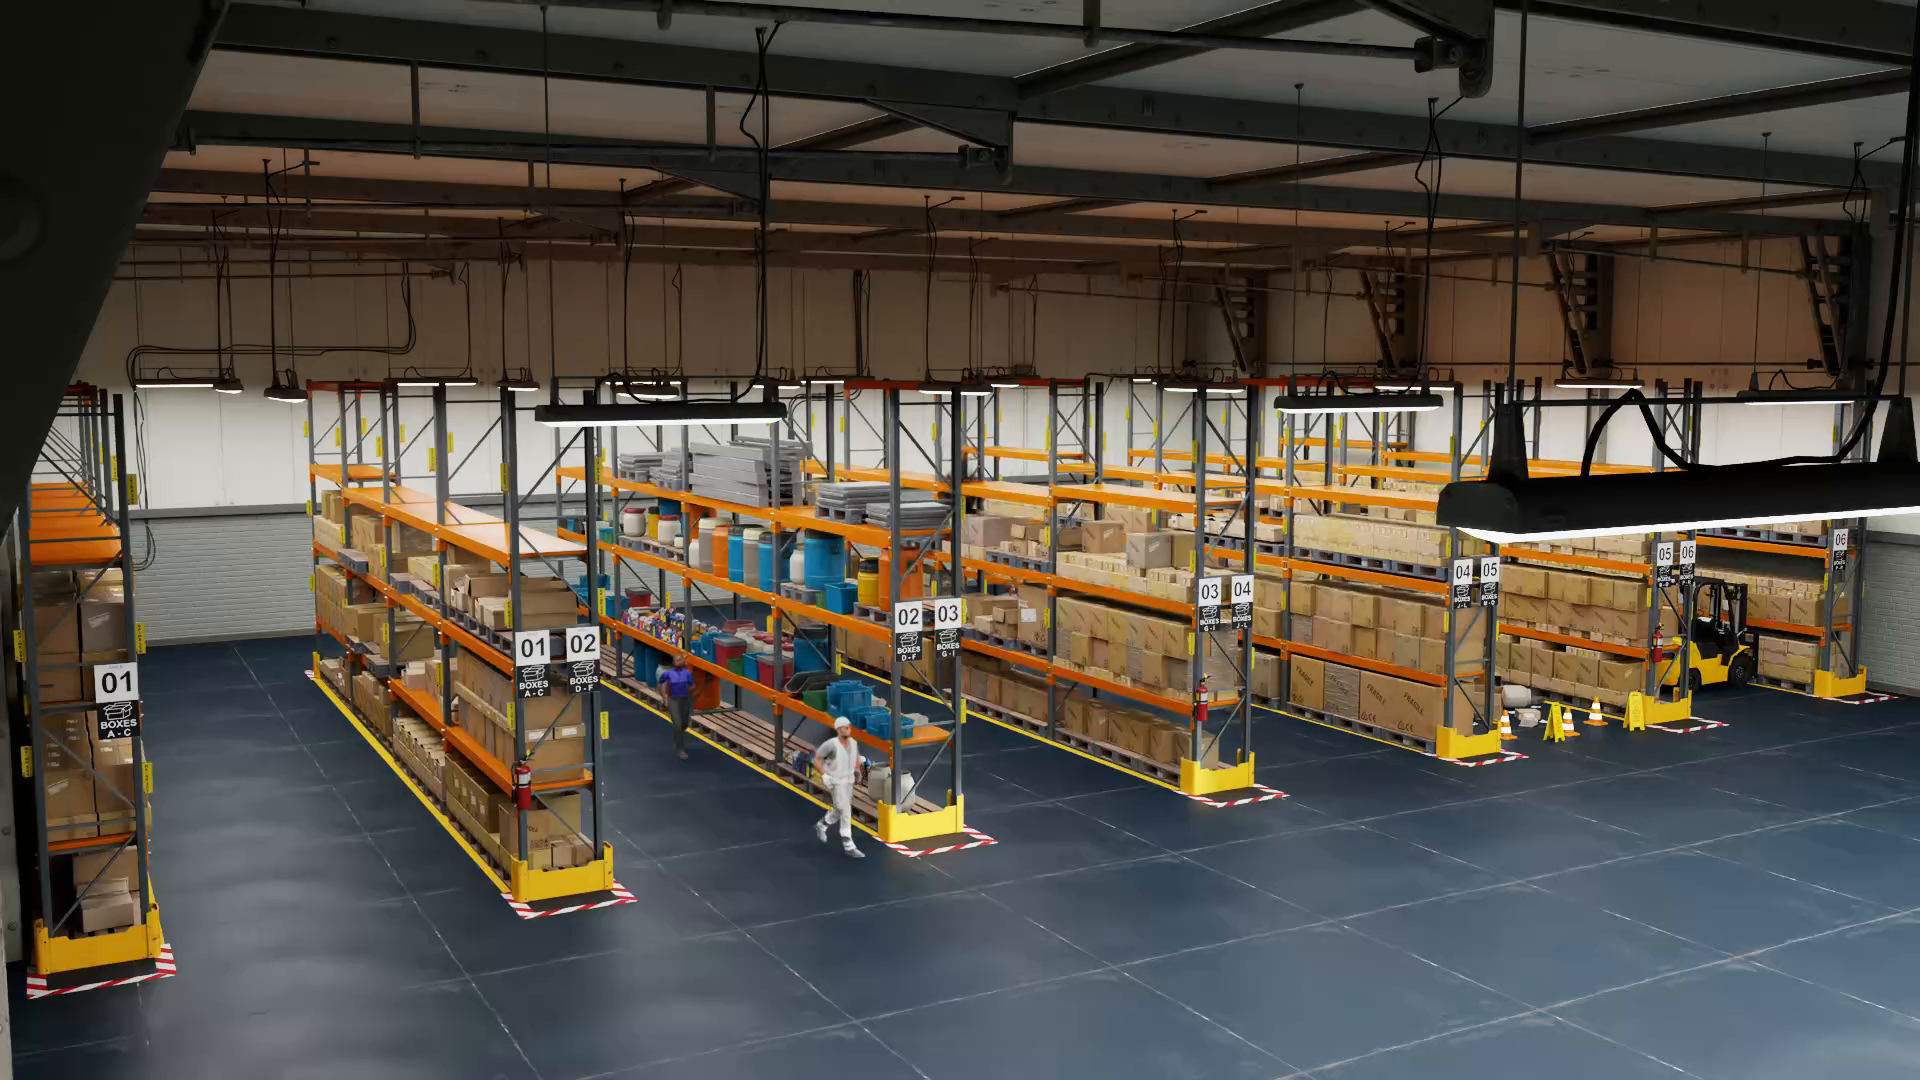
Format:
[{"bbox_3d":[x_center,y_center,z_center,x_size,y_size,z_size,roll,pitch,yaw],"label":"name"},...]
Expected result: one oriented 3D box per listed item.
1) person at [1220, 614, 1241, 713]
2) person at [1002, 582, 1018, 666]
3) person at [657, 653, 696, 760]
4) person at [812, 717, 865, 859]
[{"bbox_3d":[4.749,2.208,30.079,0.675,1.739,0.830,-4,7,-34],"label":"person"},{"bbox_3d":[1.024,1.684,33.659,0.505,1.691,0.691,-4,7,-36],"label":"person"},{"bbox_3d":[-4.537,2.643,26.783,0.575,1.644,0.941,-4,7,-30],"label":"person"},{"bbox_3d":[-1.556,3.159,21.526,0.942,1.782,0.660,5,8,39],"label":"person"}]
